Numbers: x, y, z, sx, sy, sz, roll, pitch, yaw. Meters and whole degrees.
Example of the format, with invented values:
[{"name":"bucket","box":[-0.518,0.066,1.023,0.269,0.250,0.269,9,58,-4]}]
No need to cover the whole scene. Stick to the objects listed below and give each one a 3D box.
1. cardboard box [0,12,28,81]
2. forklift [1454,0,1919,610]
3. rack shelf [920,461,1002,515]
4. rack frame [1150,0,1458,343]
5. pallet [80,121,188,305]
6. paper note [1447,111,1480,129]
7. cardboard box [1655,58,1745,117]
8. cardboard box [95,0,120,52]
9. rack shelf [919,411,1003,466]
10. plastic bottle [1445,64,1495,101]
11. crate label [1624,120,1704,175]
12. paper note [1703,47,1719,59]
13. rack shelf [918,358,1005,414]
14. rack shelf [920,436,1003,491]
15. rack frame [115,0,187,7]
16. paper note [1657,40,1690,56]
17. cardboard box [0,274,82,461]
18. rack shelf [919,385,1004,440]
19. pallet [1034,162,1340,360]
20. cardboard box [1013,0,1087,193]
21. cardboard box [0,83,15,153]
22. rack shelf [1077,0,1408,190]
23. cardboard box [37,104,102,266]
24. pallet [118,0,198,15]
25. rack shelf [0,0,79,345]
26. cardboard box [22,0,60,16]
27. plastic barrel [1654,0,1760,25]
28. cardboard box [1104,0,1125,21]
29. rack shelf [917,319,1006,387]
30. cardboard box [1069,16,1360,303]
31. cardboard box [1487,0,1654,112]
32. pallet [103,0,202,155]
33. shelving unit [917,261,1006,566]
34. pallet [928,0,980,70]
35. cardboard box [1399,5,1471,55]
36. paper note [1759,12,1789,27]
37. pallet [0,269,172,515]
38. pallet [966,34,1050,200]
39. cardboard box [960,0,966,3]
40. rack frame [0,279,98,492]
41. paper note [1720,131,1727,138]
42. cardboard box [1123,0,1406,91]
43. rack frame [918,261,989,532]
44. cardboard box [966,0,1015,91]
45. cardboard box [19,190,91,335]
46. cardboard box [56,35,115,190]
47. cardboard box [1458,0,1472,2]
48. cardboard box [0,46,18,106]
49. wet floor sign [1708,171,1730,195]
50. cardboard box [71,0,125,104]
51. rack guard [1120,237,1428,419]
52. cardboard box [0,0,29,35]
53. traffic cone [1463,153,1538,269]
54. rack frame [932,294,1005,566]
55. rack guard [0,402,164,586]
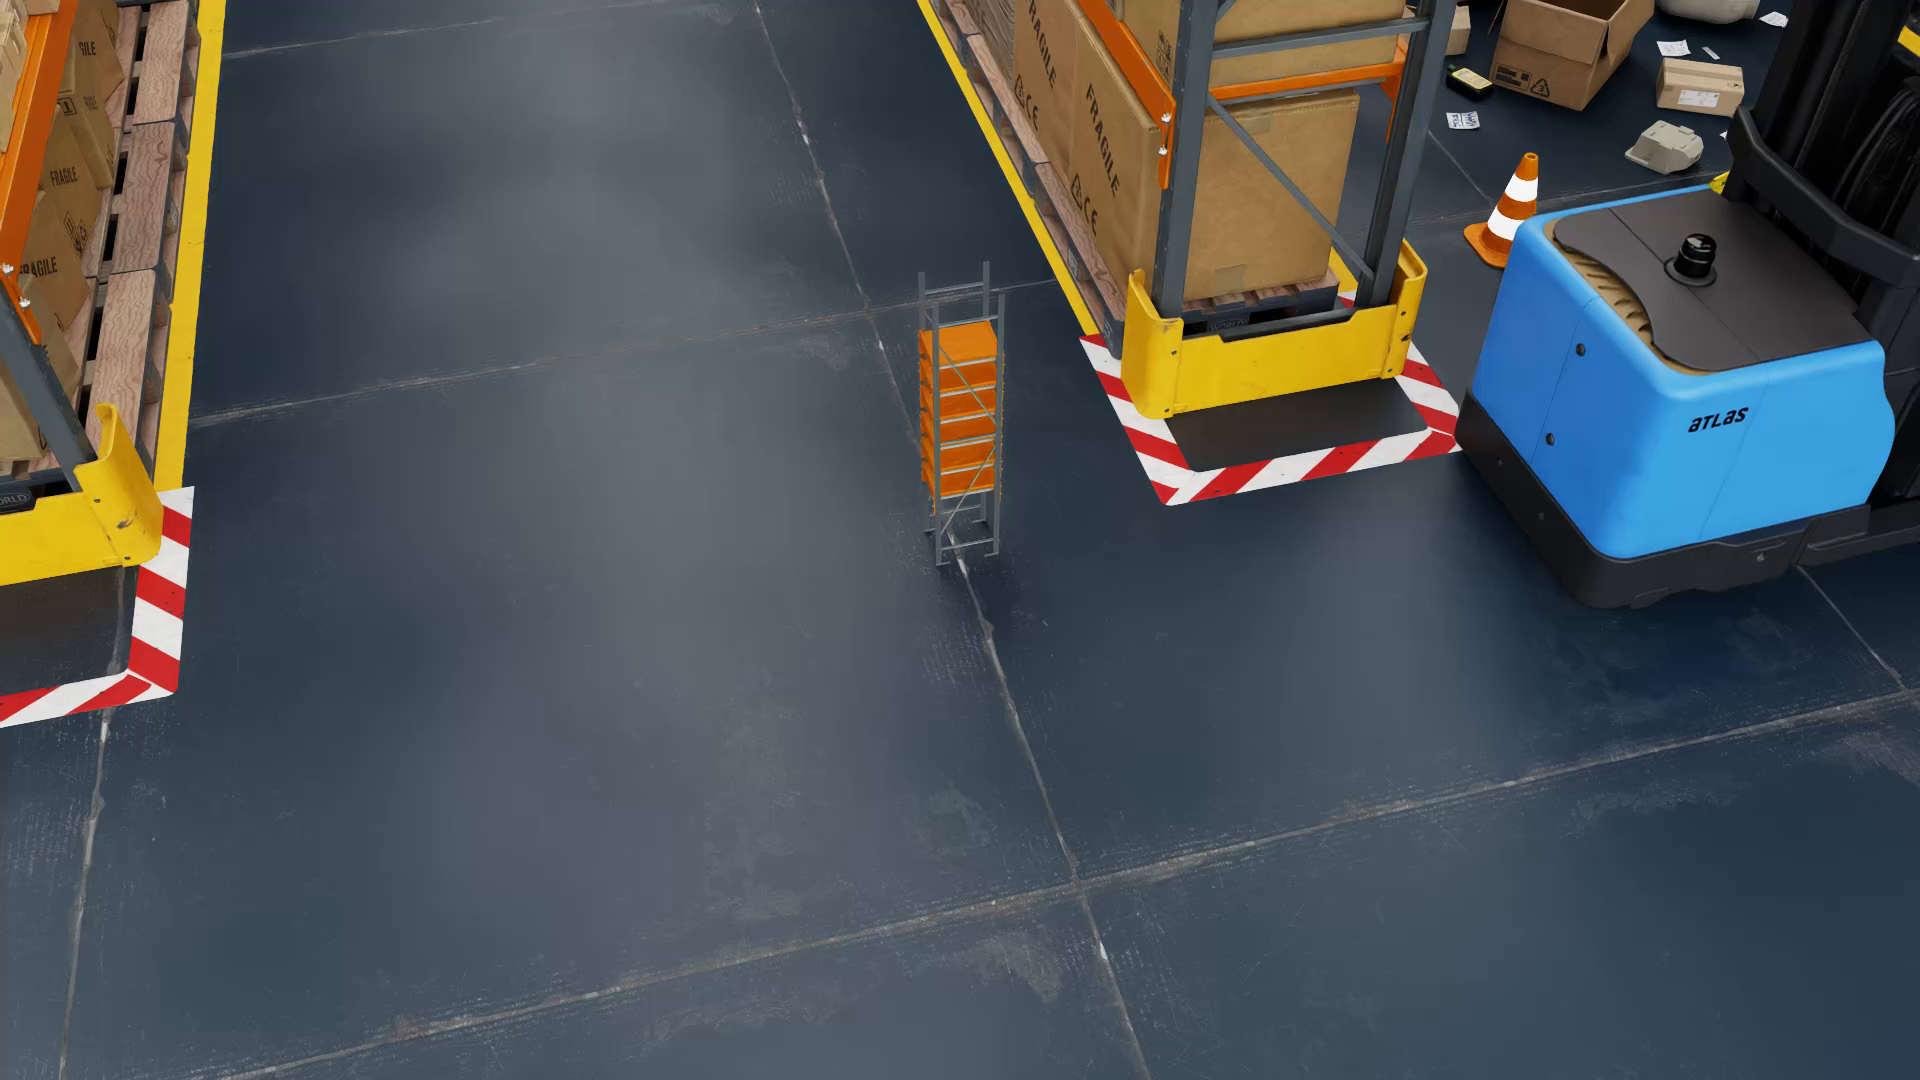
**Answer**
[{"name":"cardboard box","box":[-3.644,-1.779,6.069,0.380,0.149,0.250,-11,47,-10]},{"name":"forklift","box":[3.522,-1.381,5.551,3.031,2.935,1.130,-12,47,-12]},{"name":"rack shelf","box":[0.004,-0.211,6.015,0.258,0.103,0.180,-11,47,-10]},{"name":"rack frame","box":[1.255,-1.770,5.884,1.000,3.000,0.127,-11,47,-10]},{"name":"pallet","box":[-4.067,-1.417,7.491,1.003,0.211,1.213,-11,47,-10]},{"name":"paper note","box":[2.506,-2.094,8.282,0.144,0.017,0.142,4,46,4]},{"name":"cardboard box","box":[3.726,-2.282,8.382,0.380,0.149,0.250,11,47,11]},{"name":"cardboard box","box":[-4.526,-2.683,8.235,0.500,0.500,0.500,-12,47,-12]},{"name":"rack shelf","box":[0.004,-0.379,5.843,0.258,0.103,0.180,-11,47,-10]},{"name":"plastic bottle","box":[2.585,-2.348,8.508,0.133,0.061,0.283,-26,51,-24]},{"name":"crate label","box":[3.410,-1.897,8.013,0.250,0.136,0.298,-35,55,-30]},{"name":"paper note","box":[3.955,-2.565,8.756,0.032,0.001,0.123,-11,47,-10]},{"name":"rack shelf","box":[0.004,-0.547,5.672,0.258,0.103,0.180,-11,47,-10]},{"name":"rack shelf","box":[0.004,-0.295,5.929,0.258,0.103,0.180,-11,47,-10]},{"name":"rack frame","box":[-4.590,-3.694,7.770,1.000,3.000,0.127,-11,47,-10]},{"name":"paper note","box":[3.776,-2.604,8.788,0.148,0.019,0.142,4,46,4]},{"name":"cardboard box","box":[-3.709,-0.639,6.232,0.500,0.500,0.500,-3,46,-3]},{"name":"rack shelf","box":[0.004,-0.463,5.758,0.258,0.103,0.180,-11,47,-10]},{"name":"pallet","box":[0.975,-1.331,7.407,1.003,0.211,1.213,-11,47,-10]},{"name":"cardboard box","box":[0.790,-2.236,7.535,0.875,0.875,0.875,-11,47,-11]},{"name":"cardboard box","box":[-3.503,-1.436,5.733,0.380,0.149,0.250,-11,47,-10]},{"name":"rack shelf","box":[0.743,-2.899,7.494,1.077,0.370,4.000,-11,47,-10]},{"name":"cardboard box","box":[-4.037,-1.481,7.057,0.500,0.500,0.500,-7,46,-7]},{"name":"pallet","box":[-4.790,-3.255,9.292,1.003,0.211,1.213,-11,47,-10]},{"name":"rack shelf","box":[-4.077,-2.061,6.674,1.077,0.370,4.000,-11,47,-10]},{"name":"cardboard box","box":[-3.698,-2.138,6.421,0.380,0.149,0.250,-11,47,-10]},{"name":"plastic barrel","box":[4.022,-2.992,8.886,0.512,0.421,0.421,19,48,17]},{"name":"cardboard box","box":[0.954,-2.446,6.442,0.875,0.550,0.550,-11,47,-10]},{"name":"rack shelf","box":[0.004,-0.631,5.586,0.258,0.103,0.180,-11,47,-10]},{"name":"cardboard box","box":[1.018,-1.629,6.940,0.875,0.875,0.875,-10,47,-10]},{"name":"cardboard box","box":[3.117,-2.620,8.466,0.637,0.503,0.797,27,51,24]},{"name":"pallet","box":[-4.383,-2.261,8.318,1.003,0.211,1.213,-11,47,-10]},{"name":"shelving unit","box":[0.004,-0.410,5.812,0.258,1.200,0.189,-11,47,-10]},{"name":"pallet","box":[0.350,-3.016,9.058,1.003,0.211,1.213,-11,47,-10]},{"name":"cardboard box","box":[2.452,-2.724,8.734,0.396,0.266,0.258,-3,46,-3]},{"name":"paper note","box":[4.428,-2.817,8.989,0.142,0.019,0.148,-26,51,-24]},{"name":"pallet","box":[-3.759,-0.576,6.667,1.003,0.211,1.213,-11,47,-10]},{"name":"pallet","box":[0.666,-2.172,8.231,1.003,0.211,1.213,-11,47,-10]},{"name":"cardboard box","box":[0.324,-3.487,8.761,0.875,0.875,0.875,-10,46,-10]},{"name":"rack frame","box":[-3.565,-0.932,5.064,1.000,3.000,0.127,-11,47,-10]},{"name":"paper note","box":[3.848,-1.994,8.183,0.148,0.019,0.142,-26,51,-24]},{"name":"cardboard box","box":[1.116,-2.070,6.073,0.875,0.550,0.550,-11,47,-10]},{"name":"rack frame","box":[-0.020,-0.473,5.874,0.240,1.200,0.006,-11,47,-10]},{"name":"cardboard box","box":[0.559,-2.866,8.152,0.875,0.875,0.875,-10,46,-10]},{"name":"cardboard box","box":[-3.895,-1.045,6.630,0.500,0.500,0.500,0,46,0]},{"name":"cardboard box","box":[-4.137,-1.874,7.443,0.500,0.500,0.500,-15,47,-14]},{"name":"cardboard box","box":[2.870,-3.312,9.048,0.797,0.637,0.503,-11,47,-10]},{"name":"cardboard box","box":[-3.587,-1.605,5.899,0.380,0.149,0.250,-11,47,-10]},{"name":"wet floor sign","box":[3.177,-1.288,7.060,0.267,0.644,0.232,-18,48,-17]},{"name":"cardboard box","box":[-4.372,-2.289,7.849,0.500,0.500,0.500,3,46,2]},{"name":"rack guard","box":[1.261,-0.878,6.760,1.175,0.500,0.348,-11,47,-10]},{"name":"cardboard box","box":[-3.734,-1.947,6.233,0.380,0.149,0.250,-11,47,-10]},{"name":"traffic cone","box":[2.492,-1.508,7.404,0.336,0.463,0.334,-11,47,-10]},{"name":"rack frame","box":[0.027,-0.347,5.750,0.240,1.200,0.006,-11,47,-10]},{"name":"rack guard","box":[-3.585,-0.110,6.008,1.175,0.500,0.348,-11,47,-10]}]
